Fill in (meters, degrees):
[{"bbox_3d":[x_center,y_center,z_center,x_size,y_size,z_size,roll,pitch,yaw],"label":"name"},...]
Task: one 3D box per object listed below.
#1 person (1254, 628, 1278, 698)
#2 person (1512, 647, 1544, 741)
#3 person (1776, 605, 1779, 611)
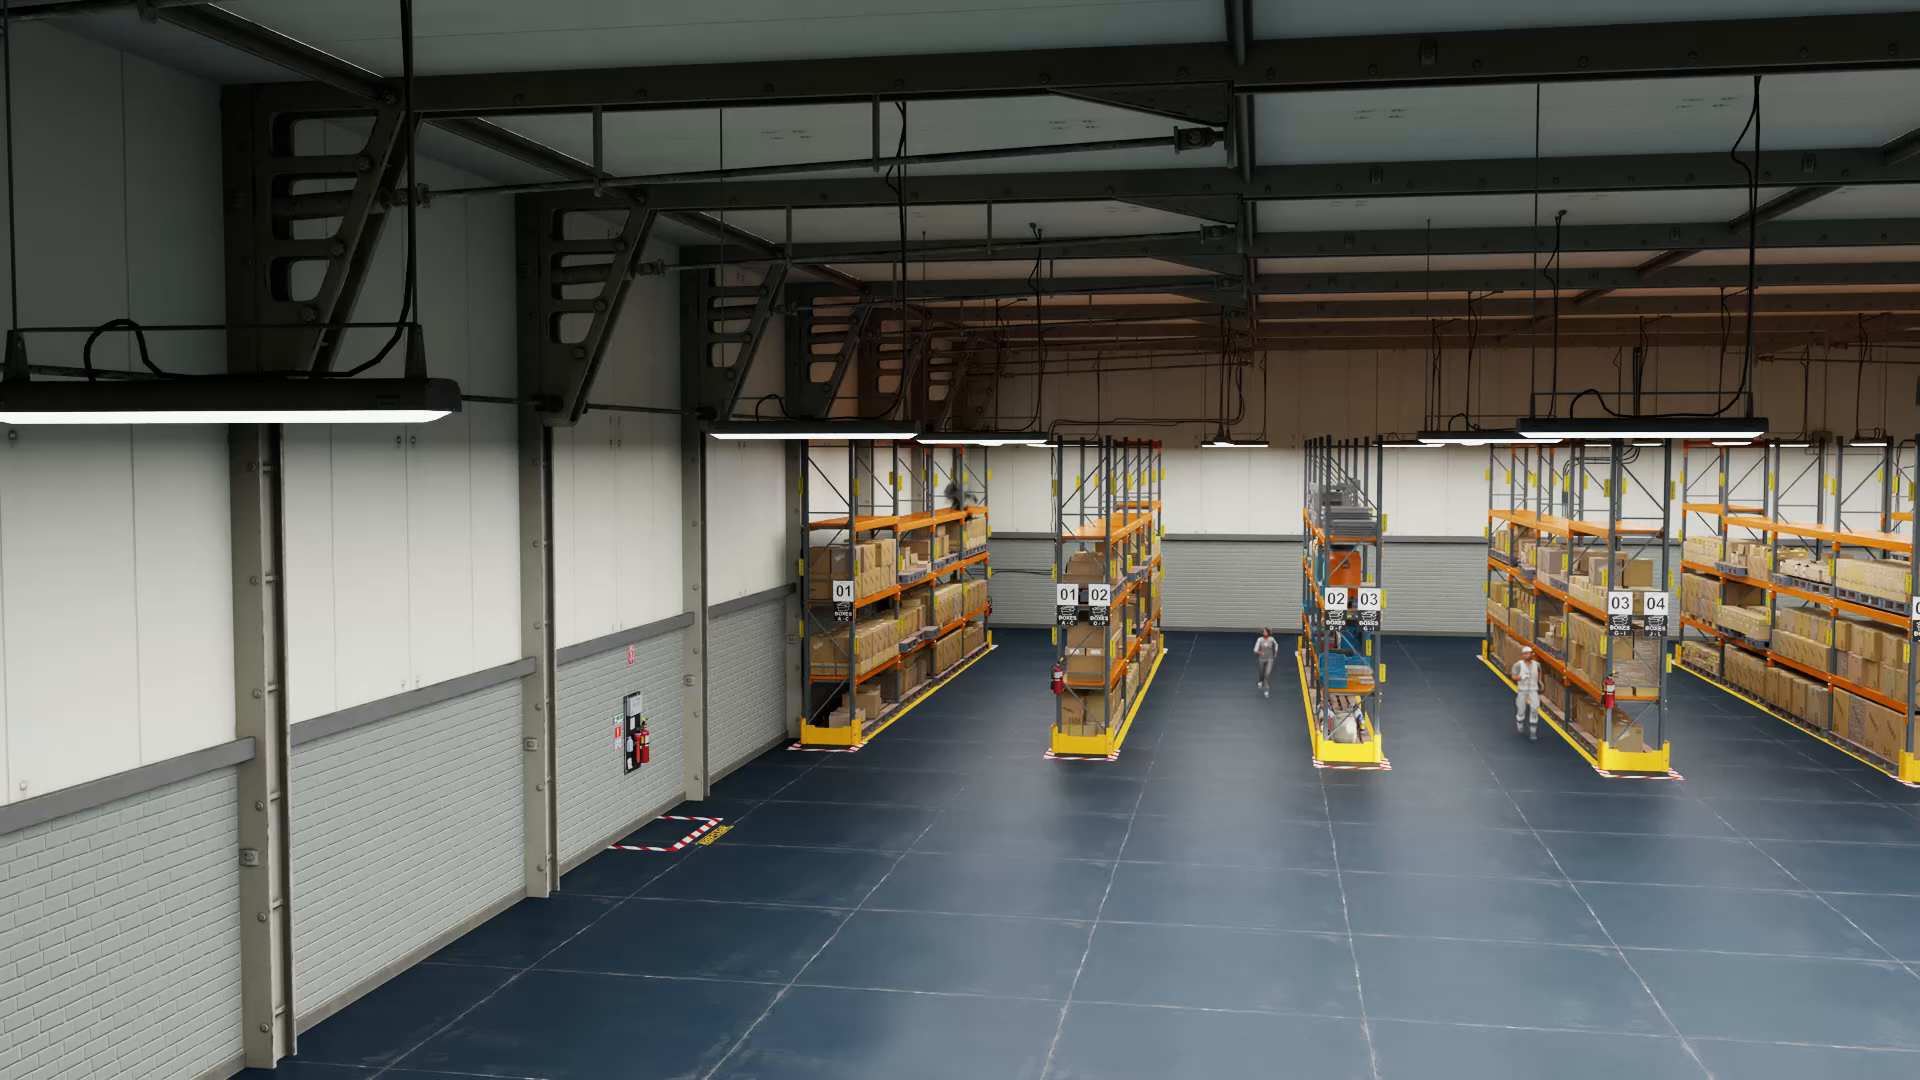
[{"bbox_3d":[7.151,2.833,38.842,0.550,1.599,0.859,1,3,10],"label":"person"},{"bbox_3d":[11.276,3.034,33.034,0.648,1.845,0.799,0,3,8],"label":"person"},{"bbox_3d":[21.335,2.643,43.514,0.585,1.516,0.783,0,3,0],"label":"person"}]
